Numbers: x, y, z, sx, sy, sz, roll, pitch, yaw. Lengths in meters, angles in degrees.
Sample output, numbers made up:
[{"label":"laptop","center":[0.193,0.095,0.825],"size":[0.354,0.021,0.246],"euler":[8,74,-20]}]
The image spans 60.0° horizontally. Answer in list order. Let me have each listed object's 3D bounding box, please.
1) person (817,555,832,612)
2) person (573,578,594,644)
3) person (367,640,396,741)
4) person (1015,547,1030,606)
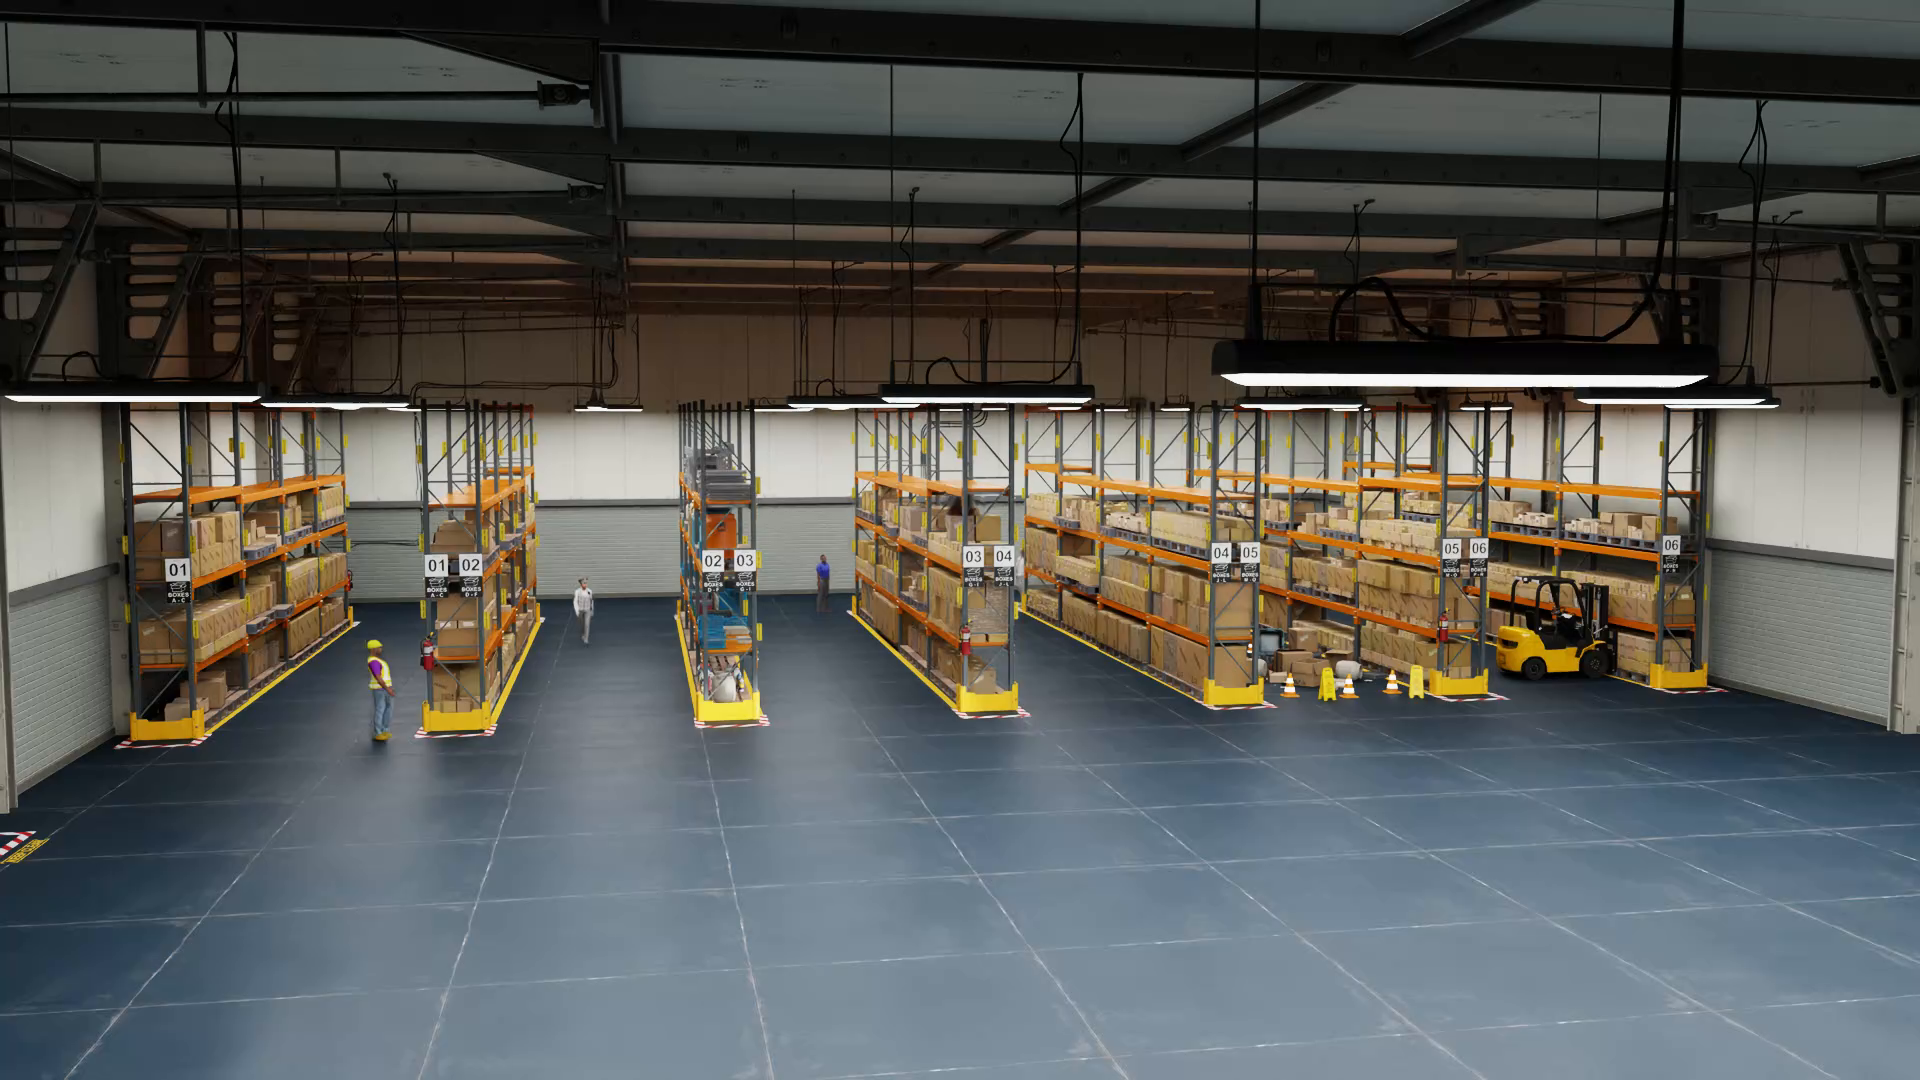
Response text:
[{"label":"person","center":[-3.947,1.259,48.250],"size":[0.328,1.670,0.487],"euler":[2,5,29]},{"label":"person","center":[-9.433,1.757,41.662],"size":[0.467,1.642,0.962],"euler":[0,4,-5]},{"label":"person","center":[-10.150,2.654,29.289],"size":[0.657,1.796,0.639],"euler":[1,4,8]},{"label":"person","center":[1.907,1.075,49.703],"size":[0.541,1.771,0.571],"euler":[0,4,-2]}]
